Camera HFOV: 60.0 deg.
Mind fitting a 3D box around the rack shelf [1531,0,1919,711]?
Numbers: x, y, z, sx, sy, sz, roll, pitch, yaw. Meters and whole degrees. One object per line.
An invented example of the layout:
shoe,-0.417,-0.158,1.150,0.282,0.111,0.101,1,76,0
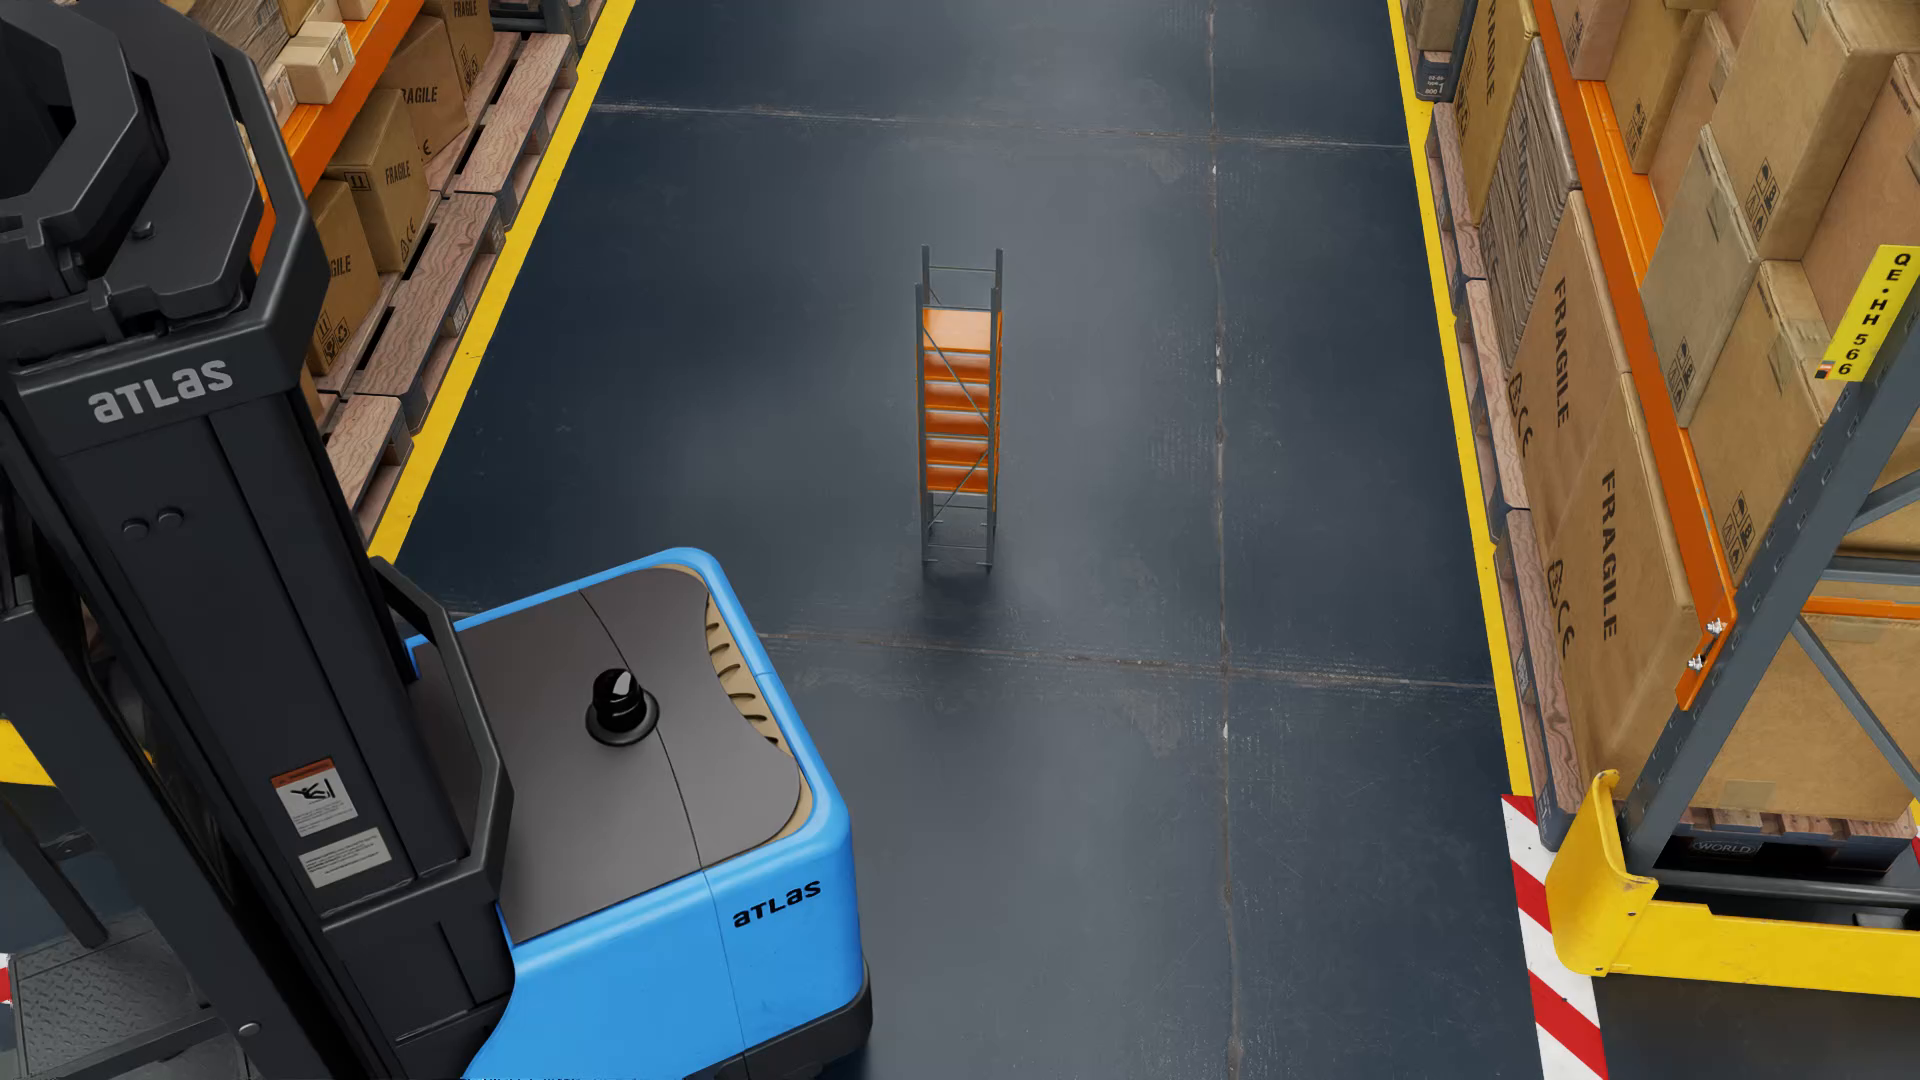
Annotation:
rack shelf,2.457,-1.136,5.244,1.077,0.370,4.000,4,48,4

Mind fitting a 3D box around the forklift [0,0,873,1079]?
forklift,-1.789,0.530,3.279,3.031,2.935,1.130,-20,51,-17

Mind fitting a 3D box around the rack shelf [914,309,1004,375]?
rack shelf,-0.001,-0.607,5.065,0.258,0.103,0.180,4,48,4

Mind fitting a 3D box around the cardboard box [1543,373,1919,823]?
cardboard box,2.270,0.164,4.723,0.875,0.875,0.875,4,48,4

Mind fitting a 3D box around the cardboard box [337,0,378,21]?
cardboard box,-2.169,-1.892,5.618,0.380,0.149,0.250,4,48,4

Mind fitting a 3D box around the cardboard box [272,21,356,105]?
cardboard box,-2.159,-1.521,5.279,0.380,0.149,0.250,4,48,4

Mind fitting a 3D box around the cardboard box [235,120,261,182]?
cardboard box,-2.281,-1.159,4.947,0.380,0.149,0.250,4,48,4

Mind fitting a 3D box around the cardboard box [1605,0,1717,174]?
cardboard box,2.475,-1.436,4.929,0.875,0.550,0.500,4,48,4

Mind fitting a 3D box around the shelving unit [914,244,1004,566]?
shelving unit,-0.001,-0.394,5.298,0.258,1.200,0.189,4,48,4

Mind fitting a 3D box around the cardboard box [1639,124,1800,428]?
cardboard box,2.291,-0.641,4.202,0.875,0.550,0.550,4,48,4

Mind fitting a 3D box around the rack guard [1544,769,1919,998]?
rack guard,2.272,0.952,4.540,1.175,0.500,0.348,4,48,4

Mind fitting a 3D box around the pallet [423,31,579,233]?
pallet,-2.317,-1.819,7.271,1.003,0.211,1.213,4,48,4

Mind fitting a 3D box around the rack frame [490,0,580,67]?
rack frame,-2.291,-3.256,6.695,1.000,3.000,0.127,4,48,4

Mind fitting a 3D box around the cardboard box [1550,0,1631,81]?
cardboard box,2.423,-1.832,5.292,0.875,0.550,0.550,4,48,4

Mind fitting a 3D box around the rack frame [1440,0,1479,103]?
rack frame,2.639,-2.848,6.322,1.000,3.000,0.127,4,48,4

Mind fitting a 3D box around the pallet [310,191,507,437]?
pallet,-2.426,-0.920,6.449,1.003,0.211,1.213,4,48,4

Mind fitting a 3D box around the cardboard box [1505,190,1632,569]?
cardboard box,2.348,-0.483,5.314,0.875,0.875,0.875,3,48,3

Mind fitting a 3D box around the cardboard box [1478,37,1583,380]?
cardboard box,2.434,-1.153,5.927,0.875,0.875,0.875,4,48,4

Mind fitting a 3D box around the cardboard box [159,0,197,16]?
cardboard box,-2.282,-1.541,4.180,0.500,0.500,0.500,4,48,4

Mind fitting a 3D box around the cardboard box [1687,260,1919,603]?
cardboard box,2.263,-0.235,3.831,0.875,0.550,0.550,4,48,4

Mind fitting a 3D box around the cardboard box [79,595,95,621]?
cardboard box,-2.582,-0.073,5.193,0.500,0.500,0.500,12,49,11

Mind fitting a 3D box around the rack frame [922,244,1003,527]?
rack frame,0.007,-0.462,5.359,0.240,1.200,0.006,4,48,4

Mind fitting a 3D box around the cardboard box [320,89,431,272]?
cardboard box,-2.391,-1.380,6.389,0.500,0.500,0.500,0,48,0

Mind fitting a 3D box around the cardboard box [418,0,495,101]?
cardboard box,-2.368,-2.263,7.196,0.500,0.500,0.500,3,48,2

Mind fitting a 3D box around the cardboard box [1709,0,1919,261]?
cardboard box,2.305,-1.005,3.803,0.875,0.550,0.550,4,48,4

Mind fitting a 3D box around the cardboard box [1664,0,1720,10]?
cardboard box,2.410,-1.805,4.535,0.875,0.550,0.500,4,48,4

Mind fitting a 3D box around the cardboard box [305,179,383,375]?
cardboard box,-2.486,-0.973,6.017,0.500,0.500,0.500,8,48,7

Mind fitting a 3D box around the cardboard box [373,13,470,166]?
cardboard box,-2.412,-1.842,6.811,0.500,0.500,0.500,18,50,16

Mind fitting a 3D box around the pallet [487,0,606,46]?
pallet,-2.222,-2.887,8.248,1.003,0.211,1.213,4,48,4

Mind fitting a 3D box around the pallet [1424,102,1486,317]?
pallet,2.492,-1.354,6.845,1.003,0.211,1.213,4,48,4

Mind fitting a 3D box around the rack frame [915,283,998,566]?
rack frame,-0.010,-0.327,5.236,0.240,1.200,0.006,4,48,4

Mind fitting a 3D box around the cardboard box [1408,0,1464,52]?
cardboard box,2.606,-2.693,7.420,1.050,0.750,0.750,4,48,3

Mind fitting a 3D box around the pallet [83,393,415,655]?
pallet,-2.540,-0.026,5.631,1.003,0.211,1.213,4,48,4

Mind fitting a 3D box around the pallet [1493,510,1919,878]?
pallet,2.269,0.439,5.205,1.003,0.211,1.213,4,48,4

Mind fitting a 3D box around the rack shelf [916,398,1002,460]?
rack shelf,-0.001,-0.364,5.330,0.258,0.103,0.180,4,48,4

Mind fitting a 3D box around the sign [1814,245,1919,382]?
sign,1.735,-0.426,3.162,0.100,0.325,0.005,4,48,4

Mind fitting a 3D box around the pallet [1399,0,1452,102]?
pallet,2.634,-2.479,7.875,1.003,0.211,1.213,4,48,4

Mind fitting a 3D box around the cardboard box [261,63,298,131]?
cardboard box,-2.285,-1.344,5.117,0.380,0.149,0.250,4,48,4

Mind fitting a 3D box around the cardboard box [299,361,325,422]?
cardboard box,-2.562,-0.514,5.597,0.500,0.500,0.500,15,49,14

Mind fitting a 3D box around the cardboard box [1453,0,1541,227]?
cardboard box,2.512,-1.816,6.533,0.875,0.875,0.875,5,48,4

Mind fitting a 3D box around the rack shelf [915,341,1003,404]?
rack shelf,-0.001,-0.526,5.153,0.258,0.103,0.180,4,48,4

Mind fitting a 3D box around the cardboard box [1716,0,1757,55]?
cardboard box,2.491,-1.407,4.171,0.875,0.550,0.550,4,48,4

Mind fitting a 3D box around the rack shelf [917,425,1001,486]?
rack shelf,-0.001,-0.283,5.419,0.258,0.103,0.180,4,48,4

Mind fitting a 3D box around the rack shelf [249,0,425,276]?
rack shelf,-2.474,-1.544,5.617,1.077,0.370,4.000,4,48,4

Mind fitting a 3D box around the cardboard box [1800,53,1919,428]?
cardboard box,2.347,-0.594,3.427,0.875,0.550,0.550,4,48,4

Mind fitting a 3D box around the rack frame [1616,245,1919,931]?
rack frame,2.274,0.091,3.634,1.000,3.000,0.127,4,48,4

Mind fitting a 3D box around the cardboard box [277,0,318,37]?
cardboard box,-2.506,-1.960,5.240,0.875,0.500,0.500,4,48,4

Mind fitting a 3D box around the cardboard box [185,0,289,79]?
cardboard box,-2.564,-1.593,4.905,0.875,0.500,0.500,4,48,4

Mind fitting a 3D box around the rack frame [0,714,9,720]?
rack frame,-2.656,-0.317,4.007,1.000,3.000,0.127,4,48,4

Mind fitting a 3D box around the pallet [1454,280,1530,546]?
pallet,2.383,-0.455,6.023,1.003,0.211,1.213,4,48,4

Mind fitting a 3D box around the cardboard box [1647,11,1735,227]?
cardboard box,2.468,-1.044,4.570,0.875,0.550,0.550,4,48,4

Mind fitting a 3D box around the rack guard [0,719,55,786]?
rack guard,-2.649,0.471,4.980,1.175,0.500,0.348,4,48,4

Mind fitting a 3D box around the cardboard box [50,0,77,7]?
cardboard box,-2.334,-1.174,3.844,0.500,0.500,0.500,4,48,4

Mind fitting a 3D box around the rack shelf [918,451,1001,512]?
rack shelf,-0.001,-0.202,5.507,0.258,0.103,0.180,4,48,4

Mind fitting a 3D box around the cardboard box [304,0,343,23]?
cardboard box,-2.268,-1.714,5.455,0.380,0.149,0.250,4,48,4

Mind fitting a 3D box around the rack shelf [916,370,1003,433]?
rack shelf,-0.001,-0.445,5.242,0.258,0.103,0.180,4,48,4
